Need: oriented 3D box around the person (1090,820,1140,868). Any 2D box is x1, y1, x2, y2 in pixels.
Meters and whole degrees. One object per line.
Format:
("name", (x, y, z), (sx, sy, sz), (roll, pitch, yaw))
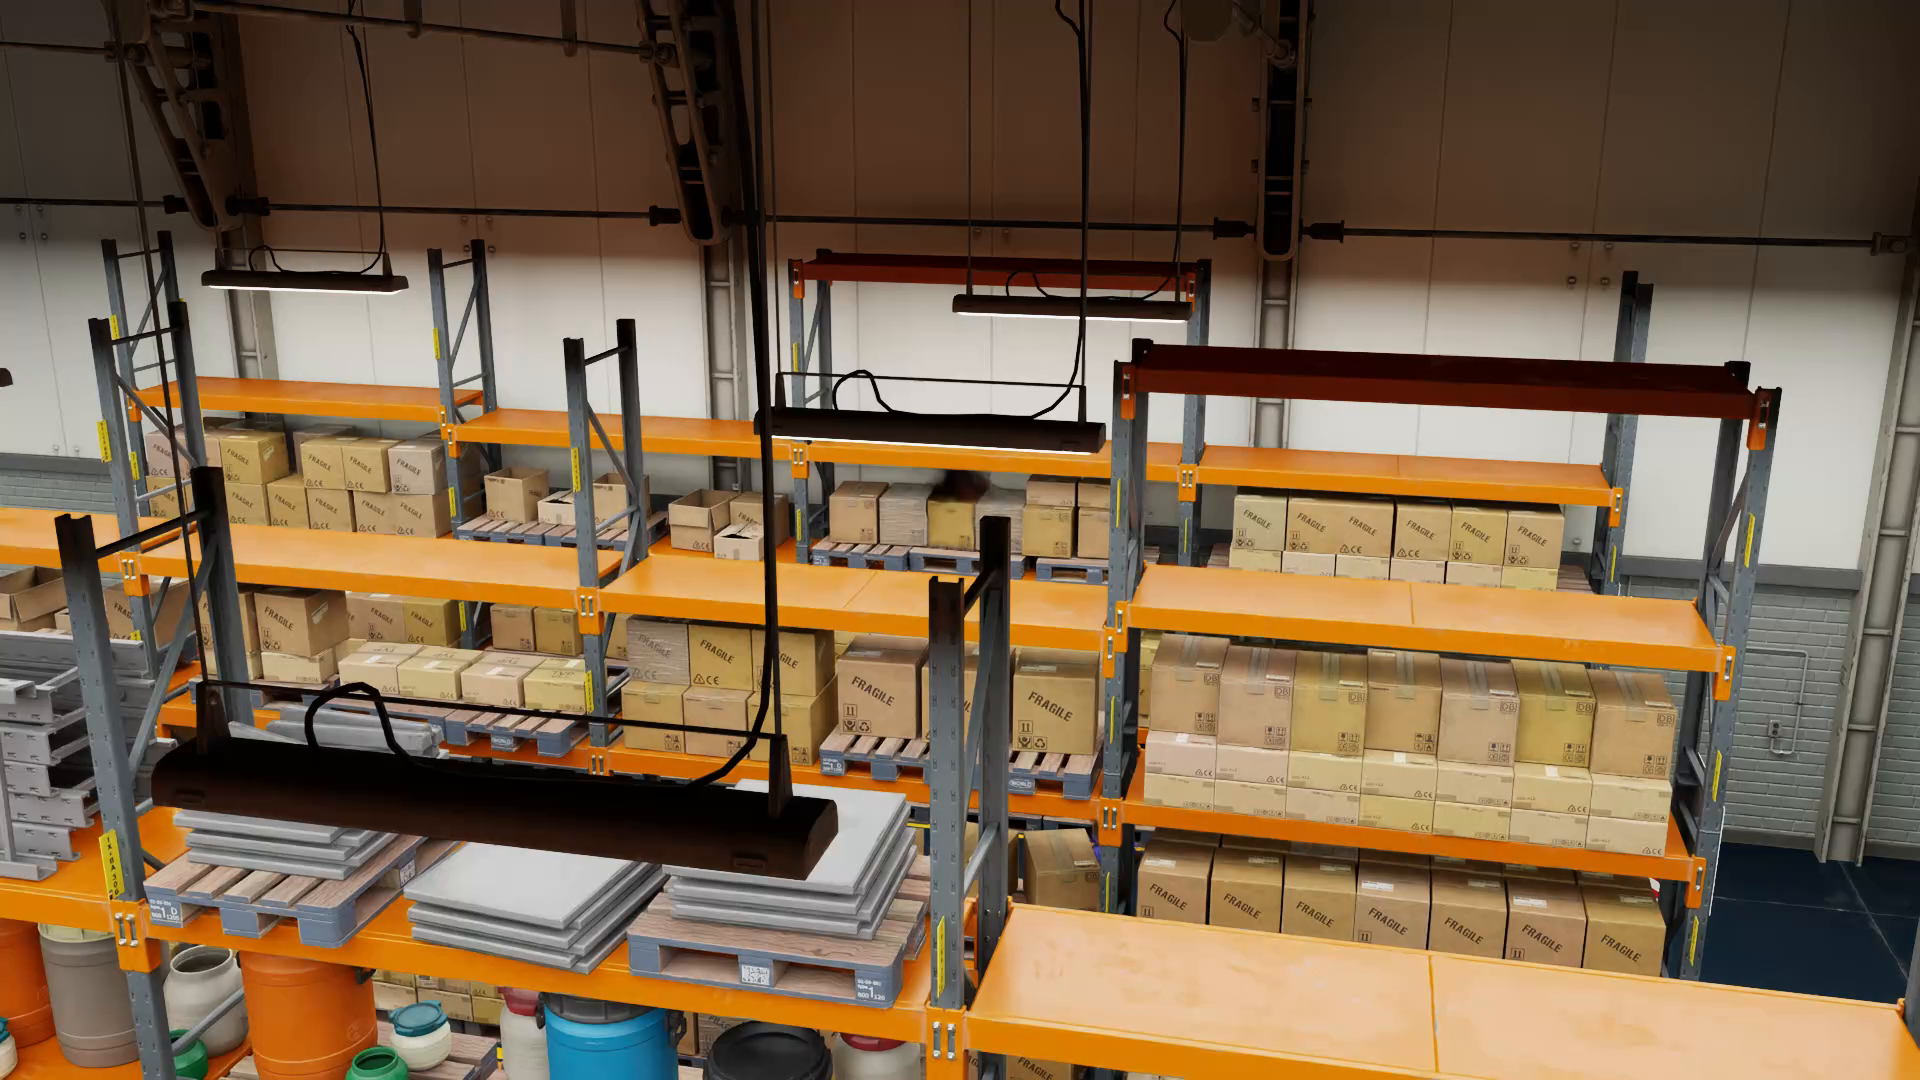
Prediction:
("person", (1.199, 3.138, 14.642), (1.028, 1.605, 0.559), (4, 17, 14))
